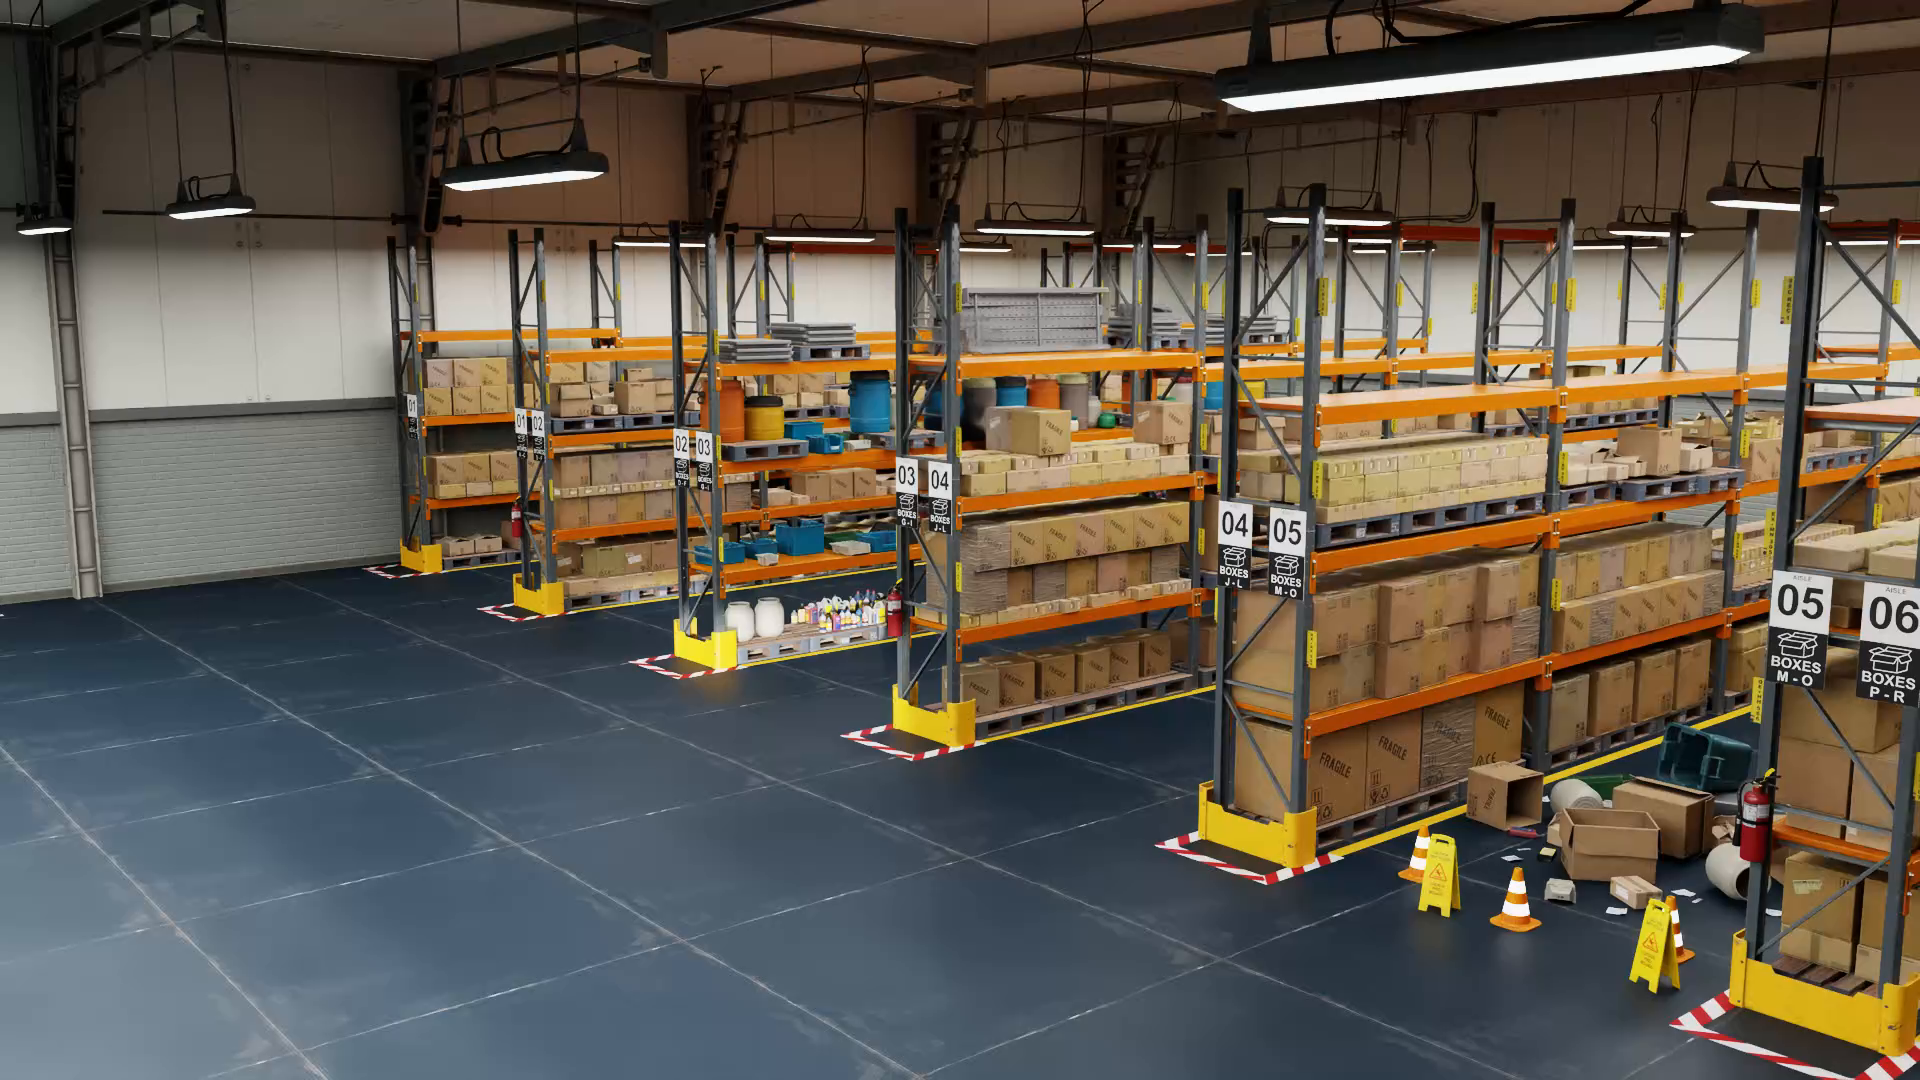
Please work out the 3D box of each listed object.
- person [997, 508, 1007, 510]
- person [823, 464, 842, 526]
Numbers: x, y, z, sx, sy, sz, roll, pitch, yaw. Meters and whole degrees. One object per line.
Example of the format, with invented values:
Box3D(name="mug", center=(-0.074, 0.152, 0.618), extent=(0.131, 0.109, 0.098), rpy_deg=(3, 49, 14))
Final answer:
Box3D(name="person", center=(0.705, -0.362, 29.283), extent=(0.536, 1.545, 0.602), rpy_deg=(8, 12, 40))
Box3D(name="person", center=(-2.454, -0.647, 32.159), extent=(0.704, 1.744, 0.685), rpy_deg=(-7, 11, -38))
